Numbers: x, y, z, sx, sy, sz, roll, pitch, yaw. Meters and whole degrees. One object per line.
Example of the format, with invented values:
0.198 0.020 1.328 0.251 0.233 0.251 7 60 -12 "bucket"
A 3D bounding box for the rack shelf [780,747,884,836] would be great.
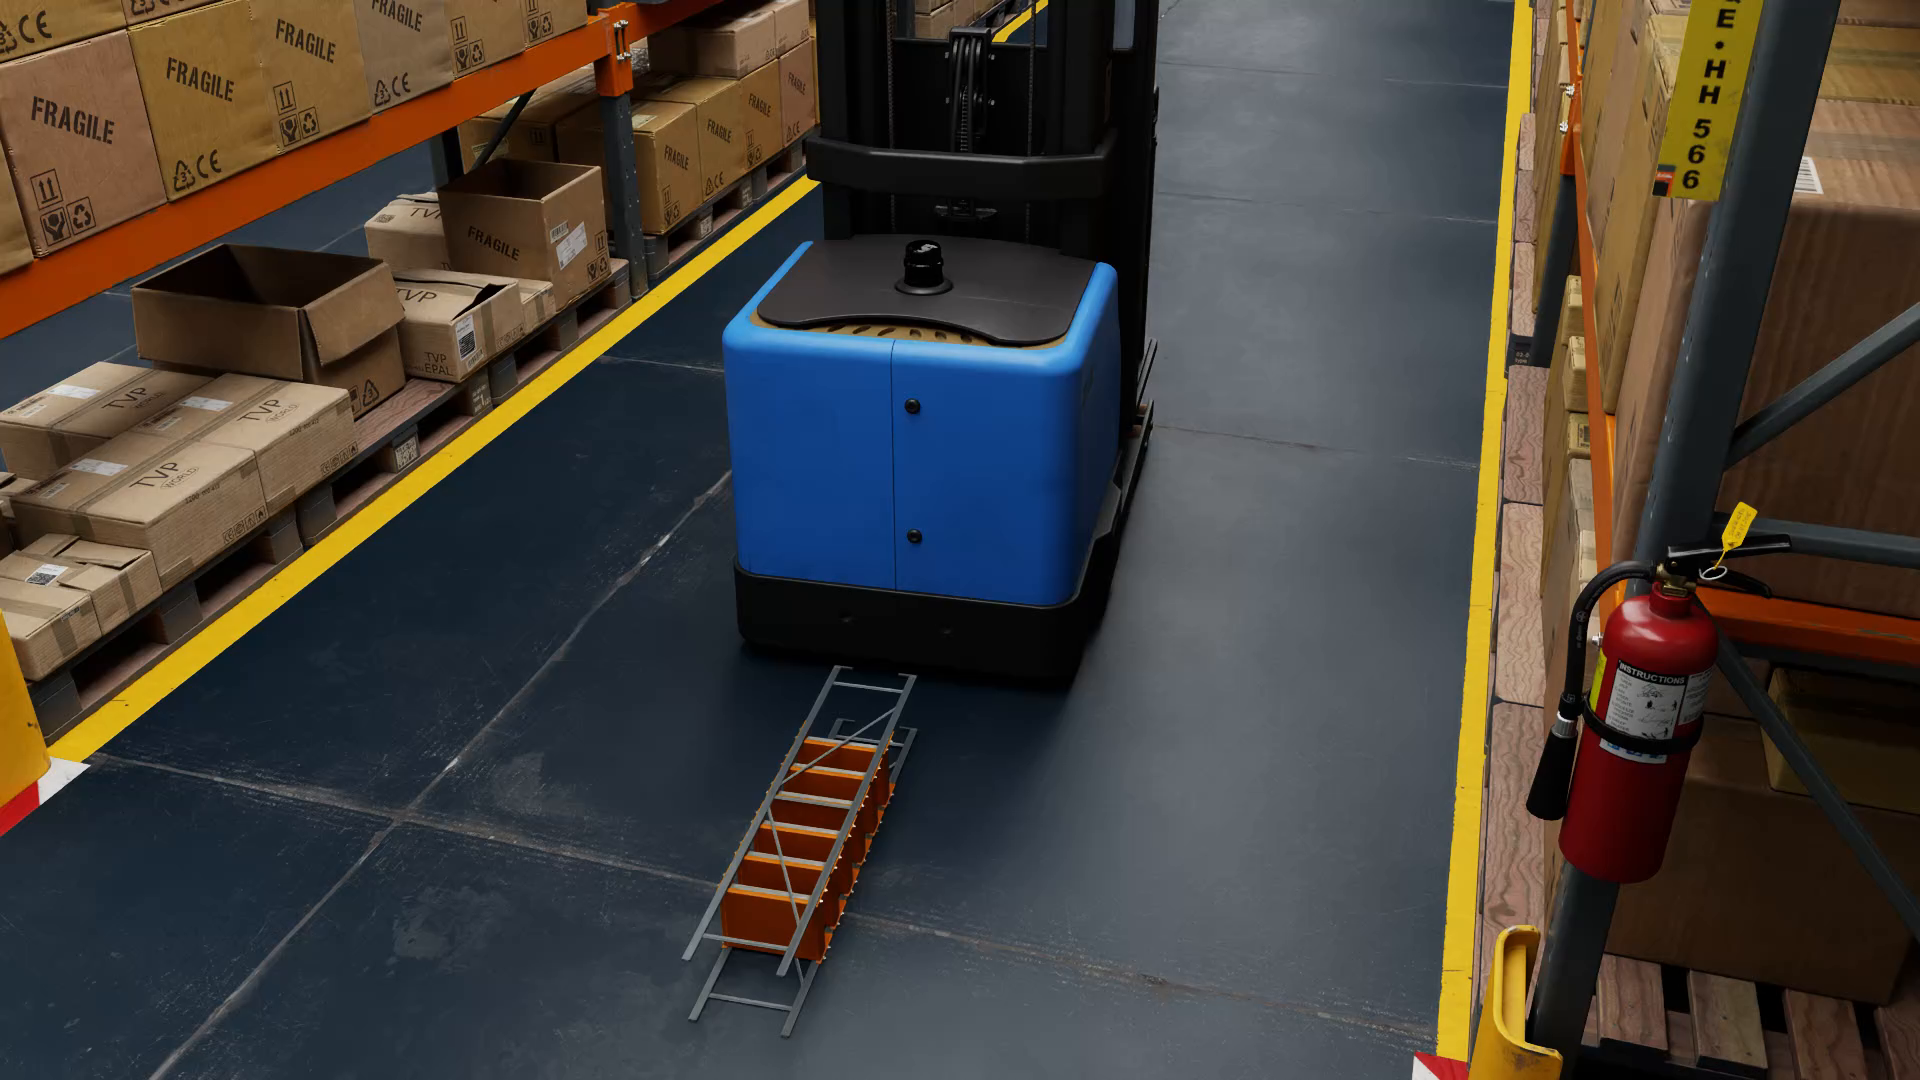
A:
-0.333 0.658 4.364 0.258 0.180 0.103 6 30 11 "rack shelf"

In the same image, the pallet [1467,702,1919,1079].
1.759 0.878 3.954 1.003 0.211 1.213 8 30 15 "pallet"

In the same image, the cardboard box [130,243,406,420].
-2.510 -0.749 6.127 0.797 0.503 0.637 8 30 15 "cardboard box"

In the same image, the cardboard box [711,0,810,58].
-1.149 -2.837 9.112 0.500 0.250 0.500 8 30 14 "cardboard box"

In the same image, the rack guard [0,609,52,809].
-3.116 0.394 4.527 1.175 0.500 0.348 8 30 15 "rack guard"

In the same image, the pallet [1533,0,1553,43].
4.894 -3.954 12.640 1.003 0.211 1.213 8 30 15 "pallet"

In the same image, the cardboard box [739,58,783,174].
-1.289 -2.292 8.904 0.500 0.500 0.500 9 30 15 "cardboard box"

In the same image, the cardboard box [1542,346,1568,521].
2.305 -0.342 5.418 0.700 0.500 0.500 8 30 14 "cardboard box"

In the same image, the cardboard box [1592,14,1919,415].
1.942 -0.667 3.555 0.980 0.700 0.700 8 30 14 "cardboard box"

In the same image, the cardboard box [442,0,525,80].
-2.015 -2.057 6.259 0.500 0.500 0.500 9 30 16 "cardboard box"

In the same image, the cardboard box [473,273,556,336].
-1.913 -0.980 6.906 0.380 0.149 0.250 8 30 15 "cardboard box"

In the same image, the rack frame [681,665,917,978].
-0.369 0.657 4.179 0.240 0.006 1.200 6 30 11 "rack frame"

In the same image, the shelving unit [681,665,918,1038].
-0.369 0.737 4.224 0.258 0.189 1.200 6 30 11 "shelving unit"

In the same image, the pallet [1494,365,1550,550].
2.475 -0.256 5.993 1.003 0.211 1.213 8 30 15 "pallet"

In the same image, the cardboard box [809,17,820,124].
-0.992 -2.772 9.766 0.500 0.500 0.500 7 30 13 "cardboard box"

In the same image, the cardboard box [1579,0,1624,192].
2.378 -1.360 4.800 0.980 0.700 0.700 8 30 14 "cardboard box"

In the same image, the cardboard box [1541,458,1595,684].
2.002 0.145 4.543 0.700 0.500 0.500 8 30 13 "cardboard box"

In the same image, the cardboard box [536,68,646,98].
-1.940 -2.120 8.595 0.500 0.500 0.500 9 30 15 "cardboard box"

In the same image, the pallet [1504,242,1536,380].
2.927 -0.967 7.272 1.003 0.211 1.213 8 30 15 "pallet"

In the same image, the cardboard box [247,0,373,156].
-2.311 -1.581 5.403 0.500 0.500 0.500 9 30 16 "cardboard box"

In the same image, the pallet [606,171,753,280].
-1.761 -1.687 8.565 1.003 0.211 1.213 8 30 15 "pallet"

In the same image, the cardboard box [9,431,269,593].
-2.560 -0.098 5.217 0.500 0.250 0.500 8 30 15 "cardboard box"

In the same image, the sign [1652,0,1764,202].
1.084 -0.651 2.400 0.100 0.325 0.005 8 30 15 "sign"

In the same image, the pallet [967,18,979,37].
-0.511 -3.539 11.895 1.003 0.211 1.213 8 30 15 "pallet"

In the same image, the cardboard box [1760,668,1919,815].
1.863 0.415 3.391 0.380 0.149 0.250 9 30 15 "cardboard box"

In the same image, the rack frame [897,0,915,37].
-0.790 -4.381 10.539 1.000 3.000 0.127 8 30 15 "rack frame"

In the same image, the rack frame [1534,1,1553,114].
3.947 -3.676 9.272 1.000 3.000 0.127 8 30 15 "rack frame"

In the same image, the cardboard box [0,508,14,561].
-3.214 -0.051 4.874 0.500 0.500 0.500 8 30 15 "cardboard box"

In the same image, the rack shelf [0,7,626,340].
-2.551 -1.278 5.702 1.077 0.370 4.000 8 30 15 "rack shelf"

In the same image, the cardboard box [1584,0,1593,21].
2.667 -2.250 6.279 0.500 0.500 0.500 8 30 14 "cardboard box"

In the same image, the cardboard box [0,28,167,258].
-2.609 -1.116 4.567 0.500 0.500 0.500 8 30 14 "cardboard box"

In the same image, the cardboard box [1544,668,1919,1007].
1.709 0.612 3.704 0.700 0.500 0.500 8 30 15 "cardboard box"

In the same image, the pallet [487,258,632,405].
-2.166 -0.984 7.302 1.003 0.211 1.213 8 30 15 "pallet"

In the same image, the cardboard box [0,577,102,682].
-2.686 0.245 4.704 0.380 0.149 0.250 8 30 15 "cardboard box"

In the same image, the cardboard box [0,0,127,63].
-2.609 -1.556 4.330 0.500 0.500 0.500 9 30 15 "cardboard box"

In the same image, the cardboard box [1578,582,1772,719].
1.572 0.242 3.701 0.380 0.149 0.250 8 30 14 "cardboard box"

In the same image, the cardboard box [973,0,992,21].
-0.062 -4.040 12.324 0.500 0.250 0.500 8 30 14 "cardboard box"

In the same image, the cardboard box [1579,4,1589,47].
2.653 -2.034 6.558 0.380 0.149 0.250 9 30 16 "cardboard box"

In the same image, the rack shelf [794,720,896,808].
-0.307 0.601 4.465 0.258 0.180 0.103 6 30 11 "rack shelf"

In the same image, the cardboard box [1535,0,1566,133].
3.606 -2.597 9.111 0.750 0.750 0.750 8 30 14 "cardboard box"

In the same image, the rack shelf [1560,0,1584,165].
3.360 -2.432 7.776 1.077 0.370 4.000 8 30 15 "rack shelf"

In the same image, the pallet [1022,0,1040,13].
0.205 -4.673 13.933 1.003 0.211 1.213 8 30 15 "pallet"

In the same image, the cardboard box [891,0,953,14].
-0.355 -3.809 11.331 0.500 0.311 0.500 10 30 17 "cardboard box"

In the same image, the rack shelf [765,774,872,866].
-0.360 0.716 4.262 0.258 0.180 0.103 6 30 11 "rack shelf"

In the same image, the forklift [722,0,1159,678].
0.132 -1.577 5.569 1.130 2.935 3.031 6 30 11 "forklift"

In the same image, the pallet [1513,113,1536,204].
3.643 -2.101 9.310 1.003 0.211 1.213 8 30 15 "pallet"

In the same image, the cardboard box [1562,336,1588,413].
2.027 -0.483 5.004 0.380 0.149 0.250 8 30 13 "cardboard box"

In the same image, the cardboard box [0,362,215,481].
-2.906 -0.379 5.721 0.500 0.250 0.500 8 30 15 "cardboard box"

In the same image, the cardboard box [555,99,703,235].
-1.589 -1.812 8.040 0.500 0.500 0.500 7 30 13 "cardboard box"

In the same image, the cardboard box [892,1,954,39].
-0.355 -3.564 11.468 0.500 0.250 0.500 8 30 15 "cardboard box"

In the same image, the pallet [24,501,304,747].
-2.882 0.150 5.264 1.003 0.211 1.213 8 30 15 "pallet"

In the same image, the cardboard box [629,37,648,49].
-1.645 -2.590 9.439 0.500 0.500 0.500 7 30 13 "cardboard box"

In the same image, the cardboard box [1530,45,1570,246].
3.097 -1.795 7.670 0.750 0.750 0.750 9 30 16 "cardboard box"
